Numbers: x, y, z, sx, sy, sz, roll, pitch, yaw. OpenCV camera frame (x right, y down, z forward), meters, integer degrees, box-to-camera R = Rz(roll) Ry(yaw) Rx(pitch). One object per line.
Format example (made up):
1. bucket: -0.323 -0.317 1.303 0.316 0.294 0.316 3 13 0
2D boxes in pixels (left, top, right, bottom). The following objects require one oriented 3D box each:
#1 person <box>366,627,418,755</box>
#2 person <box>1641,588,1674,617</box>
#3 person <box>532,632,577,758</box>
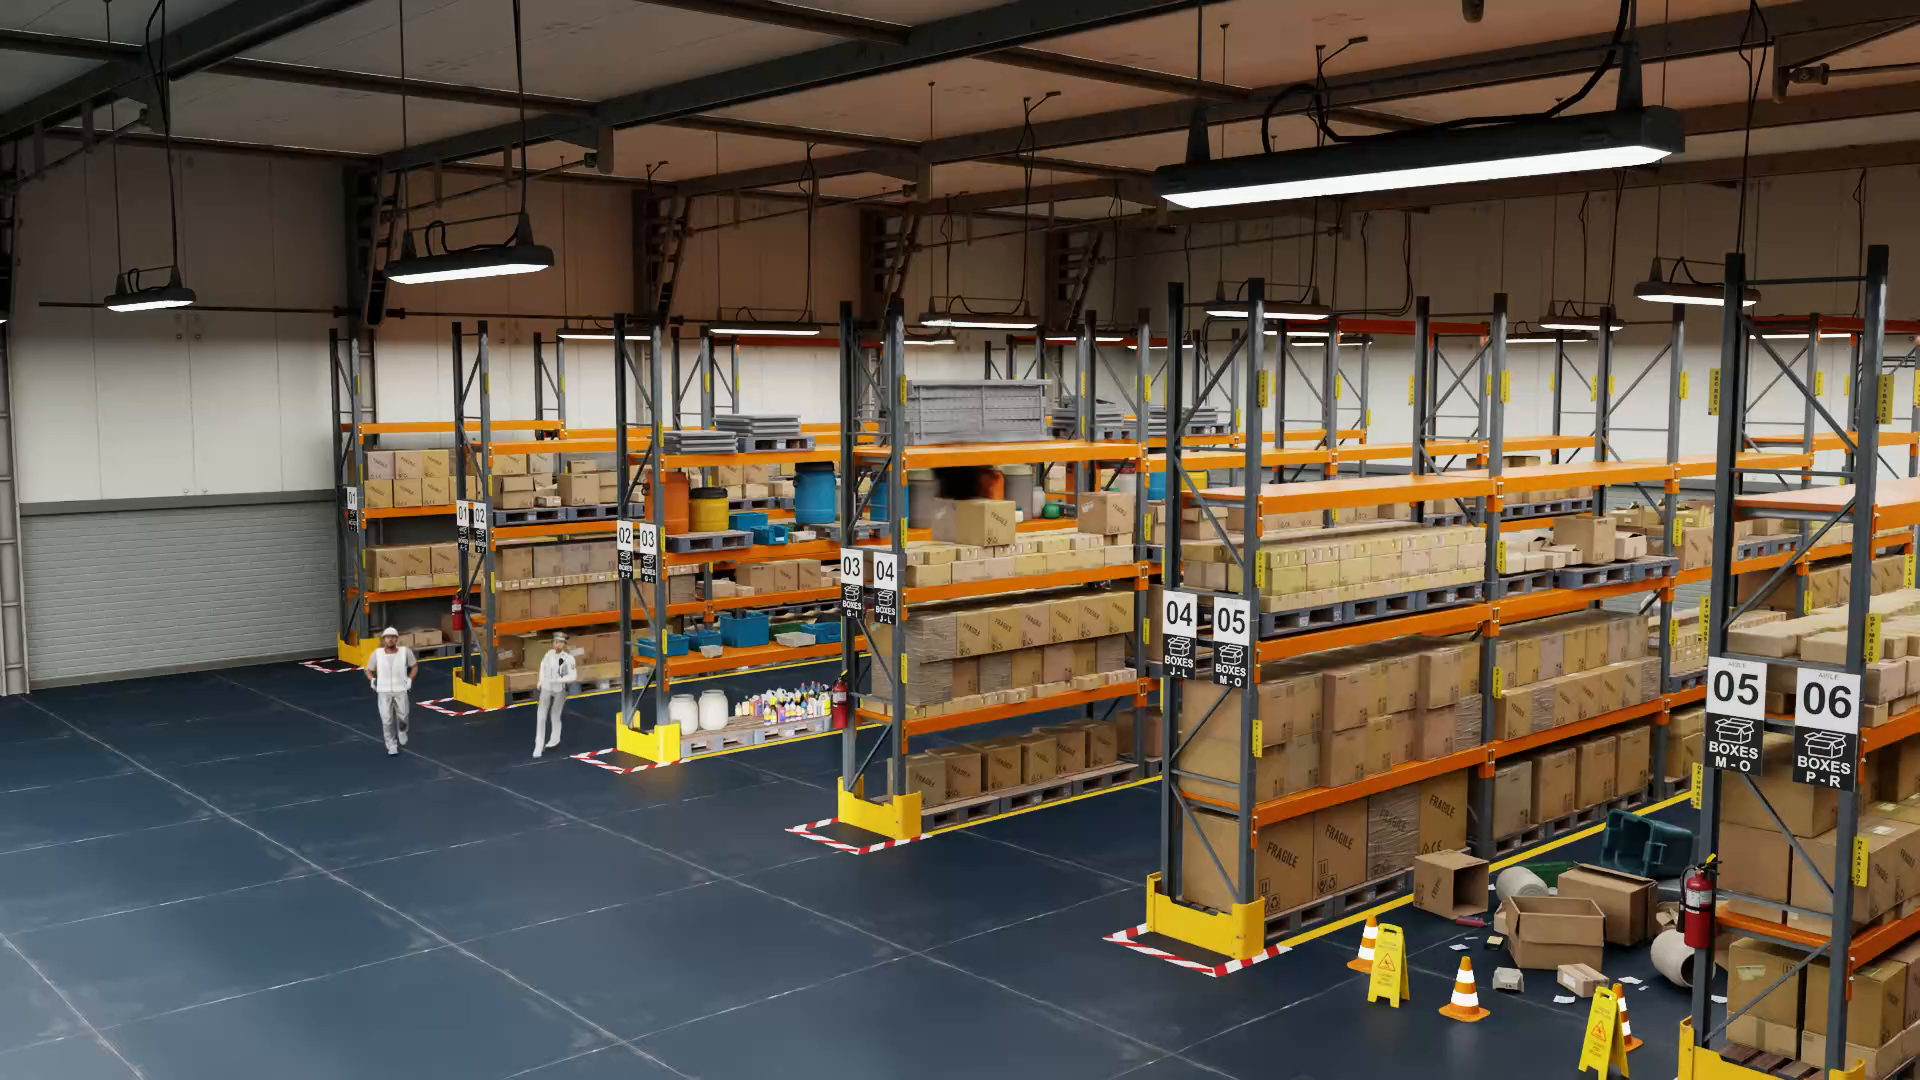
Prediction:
1. person: -7.758 2.058 22.724 0.678 1.733 0.620 -2 6 -16
2. person: 12.190 1.519 29.064 0.515 1.599 0.639 1 6 13
3. person: -5.504 2.101 22.766 0.589 1.729 0.684 0 6 3
